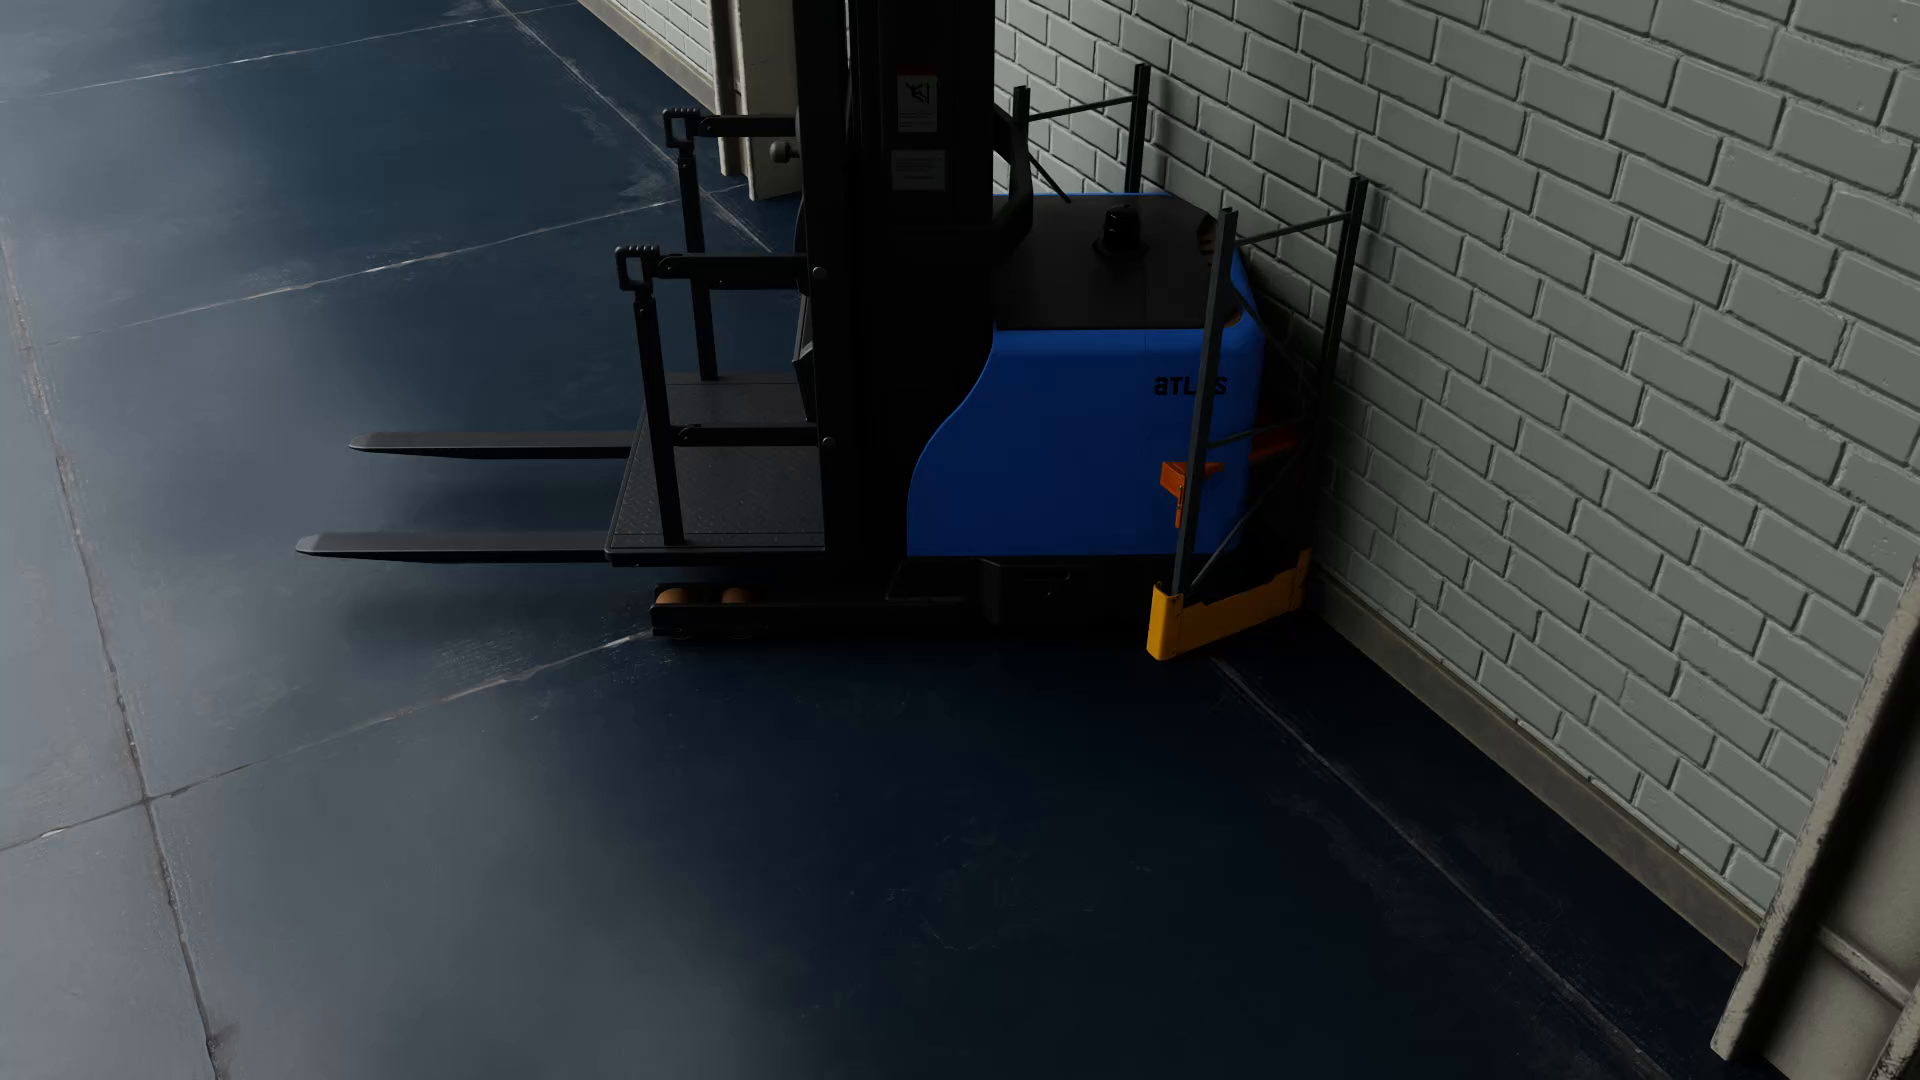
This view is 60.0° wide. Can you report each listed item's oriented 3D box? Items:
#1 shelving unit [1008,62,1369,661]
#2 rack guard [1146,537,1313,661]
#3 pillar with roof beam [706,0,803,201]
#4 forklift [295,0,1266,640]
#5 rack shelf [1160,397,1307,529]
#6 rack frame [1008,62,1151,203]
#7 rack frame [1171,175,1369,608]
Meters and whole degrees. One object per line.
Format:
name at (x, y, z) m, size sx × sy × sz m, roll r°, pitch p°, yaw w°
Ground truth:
shelving unit at (0.622, -0.583, 5.278) m, size 0.587 × 1.500 × 1.083 m, roll -18°, pitch 40°, yaw -25°
rack guard at (0.859, 0.180, 5.293) m, size 0.587 × 0.250 × 0.087 m, roll -18°, pitch 40°, yaw -25°
pillar with roof beam at (-4.677, -4.129, 3.774) m, size 9.100 × 9.000 × 0.400 m, roll -19°, pitch 40°, yaw -24°
forklift at (-0.623, -1.179, 4.879) m, size 3.031 × 2.935 × 1.130 m, roll 0°, pitch 36°, yaw -1°
rack shelf at (0.622, -0.432, 5.376) m, size 0.538 × 0.185 × 1.000 m, roll -18°, pitch 40°, yaw -25°
rack frame at (0.367, -0.836, 5.625) m, size 0.500 × 1.500 × 0.032 m, roll -18°, pitch 40°, yaw -25°
rack frame at (0.886, -0.321, 4.919) m, size 0.500 × 1.500 × 0.032 m, roll -18°, pitch 40°, yaw -25°
